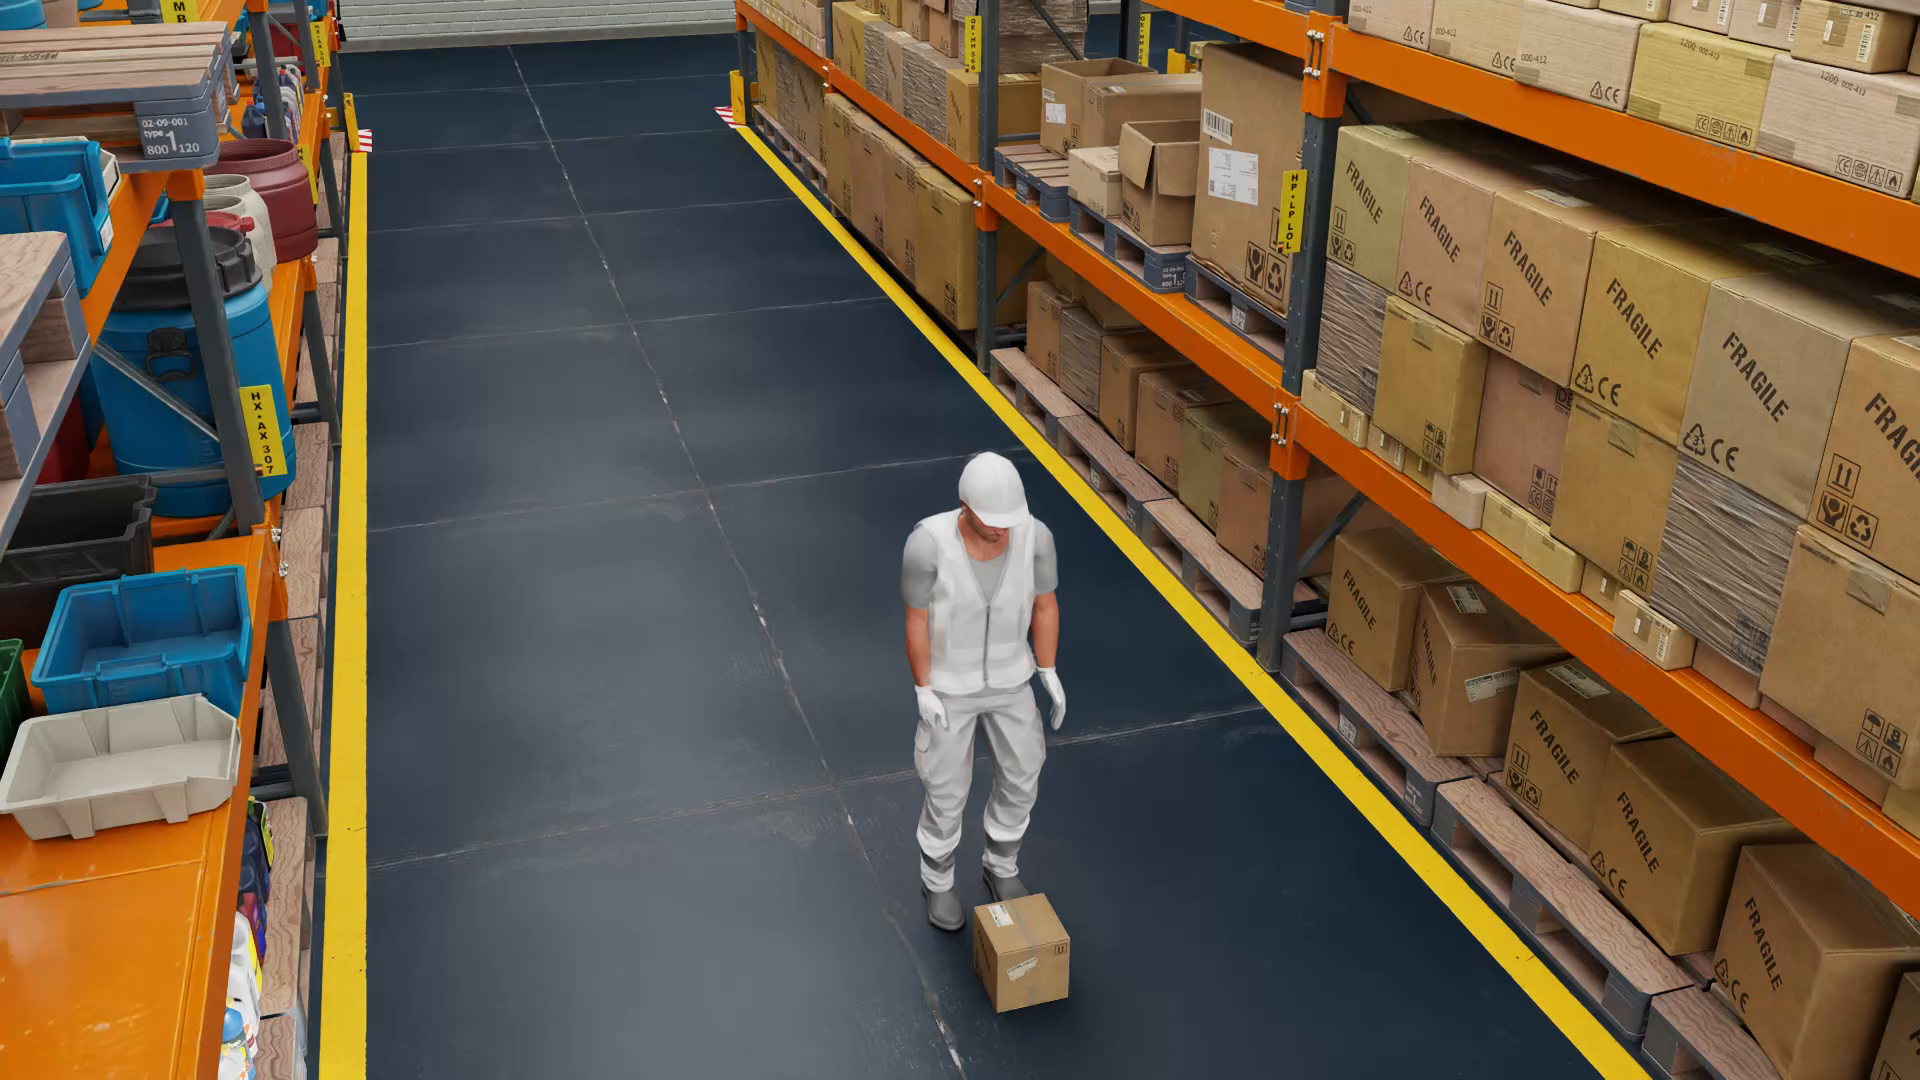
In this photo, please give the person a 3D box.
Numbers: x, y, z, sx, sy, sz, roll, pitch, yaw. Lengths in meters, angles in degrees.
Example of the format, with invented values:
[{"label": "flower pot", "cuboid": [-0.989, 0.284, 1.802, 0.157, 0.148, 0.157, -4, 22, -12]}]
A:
[{"label": "person", "cuboid": [0.083, 0.502, 5.600, 0.536, 1.758, 0.413, -8, 27, -15]}]
